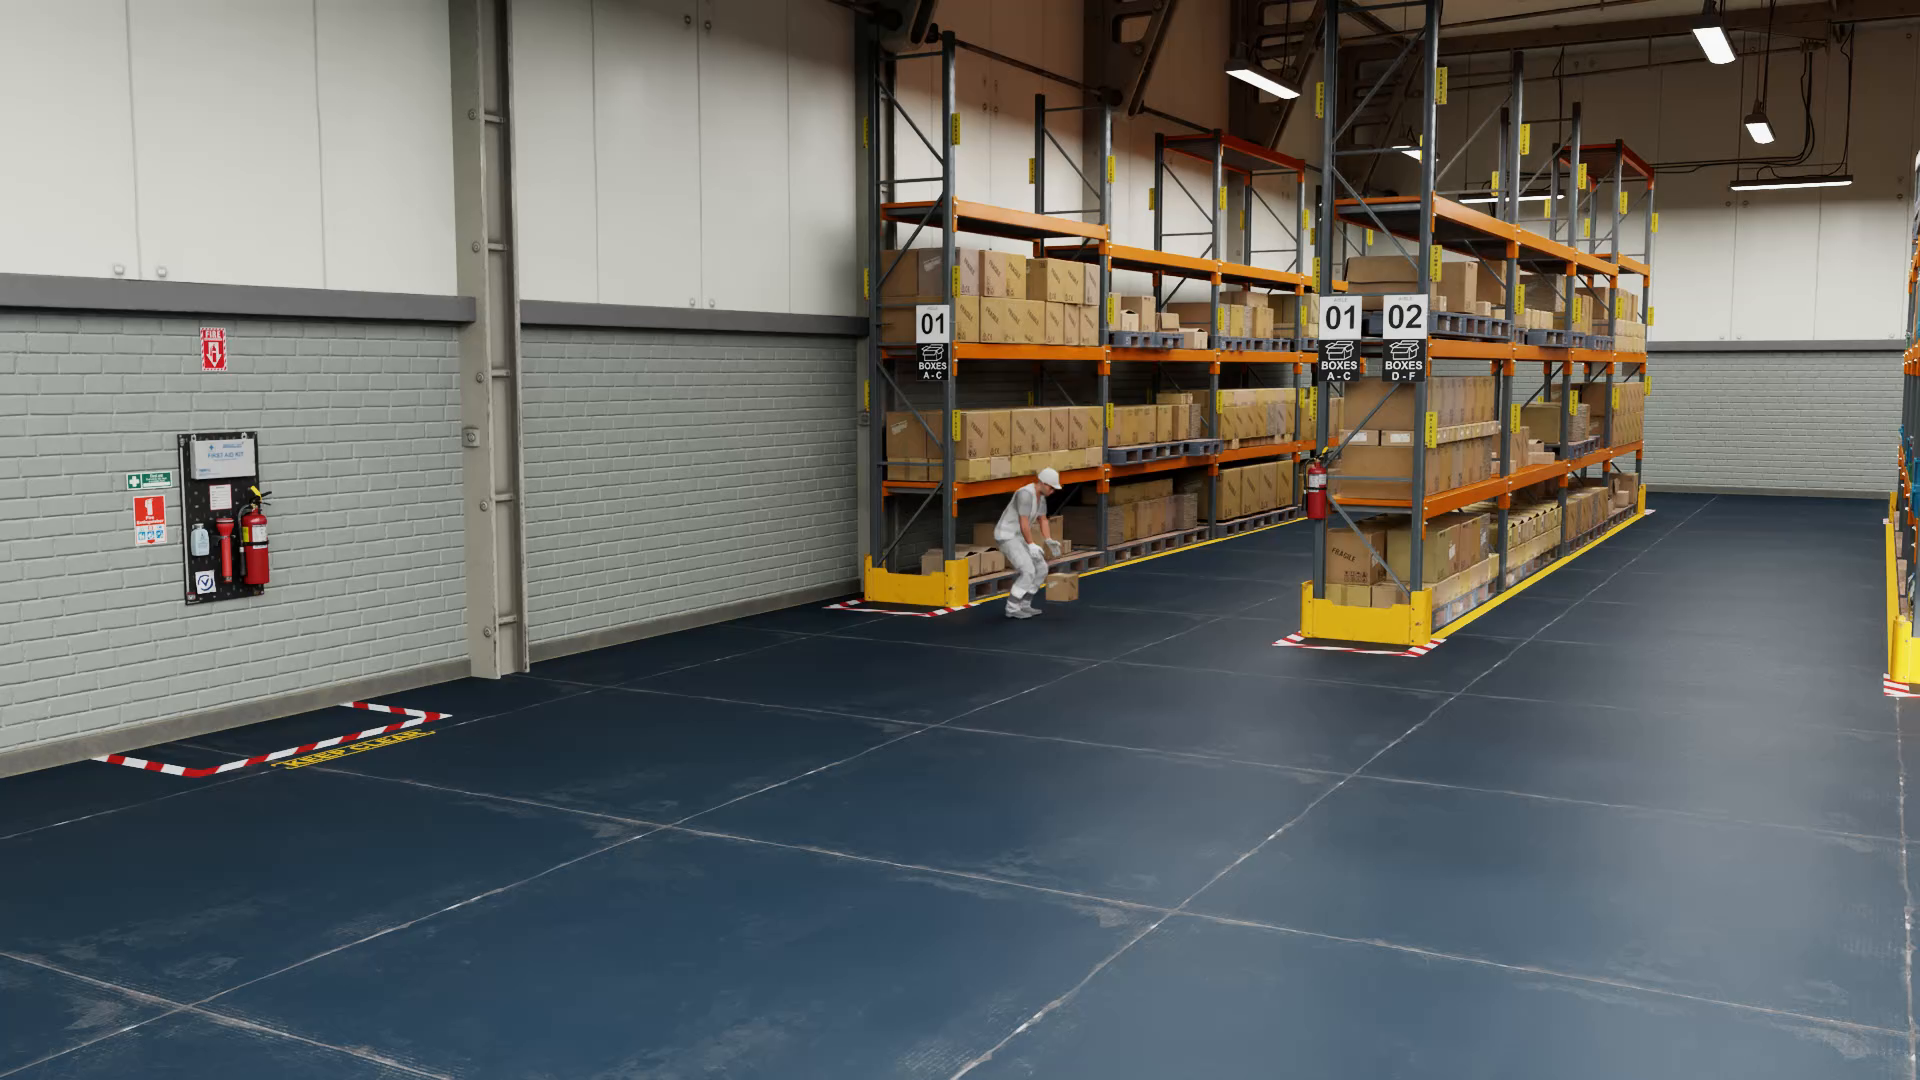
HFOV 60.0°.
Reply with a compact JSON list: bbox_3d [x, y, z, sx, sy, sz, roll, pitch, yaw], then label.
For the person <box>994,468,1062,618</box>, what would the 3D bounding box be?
[{"bbox_3d":[0.713,0.022,17.026,0.690,1.528,0.579,3,7,27],"label":"person"}]
